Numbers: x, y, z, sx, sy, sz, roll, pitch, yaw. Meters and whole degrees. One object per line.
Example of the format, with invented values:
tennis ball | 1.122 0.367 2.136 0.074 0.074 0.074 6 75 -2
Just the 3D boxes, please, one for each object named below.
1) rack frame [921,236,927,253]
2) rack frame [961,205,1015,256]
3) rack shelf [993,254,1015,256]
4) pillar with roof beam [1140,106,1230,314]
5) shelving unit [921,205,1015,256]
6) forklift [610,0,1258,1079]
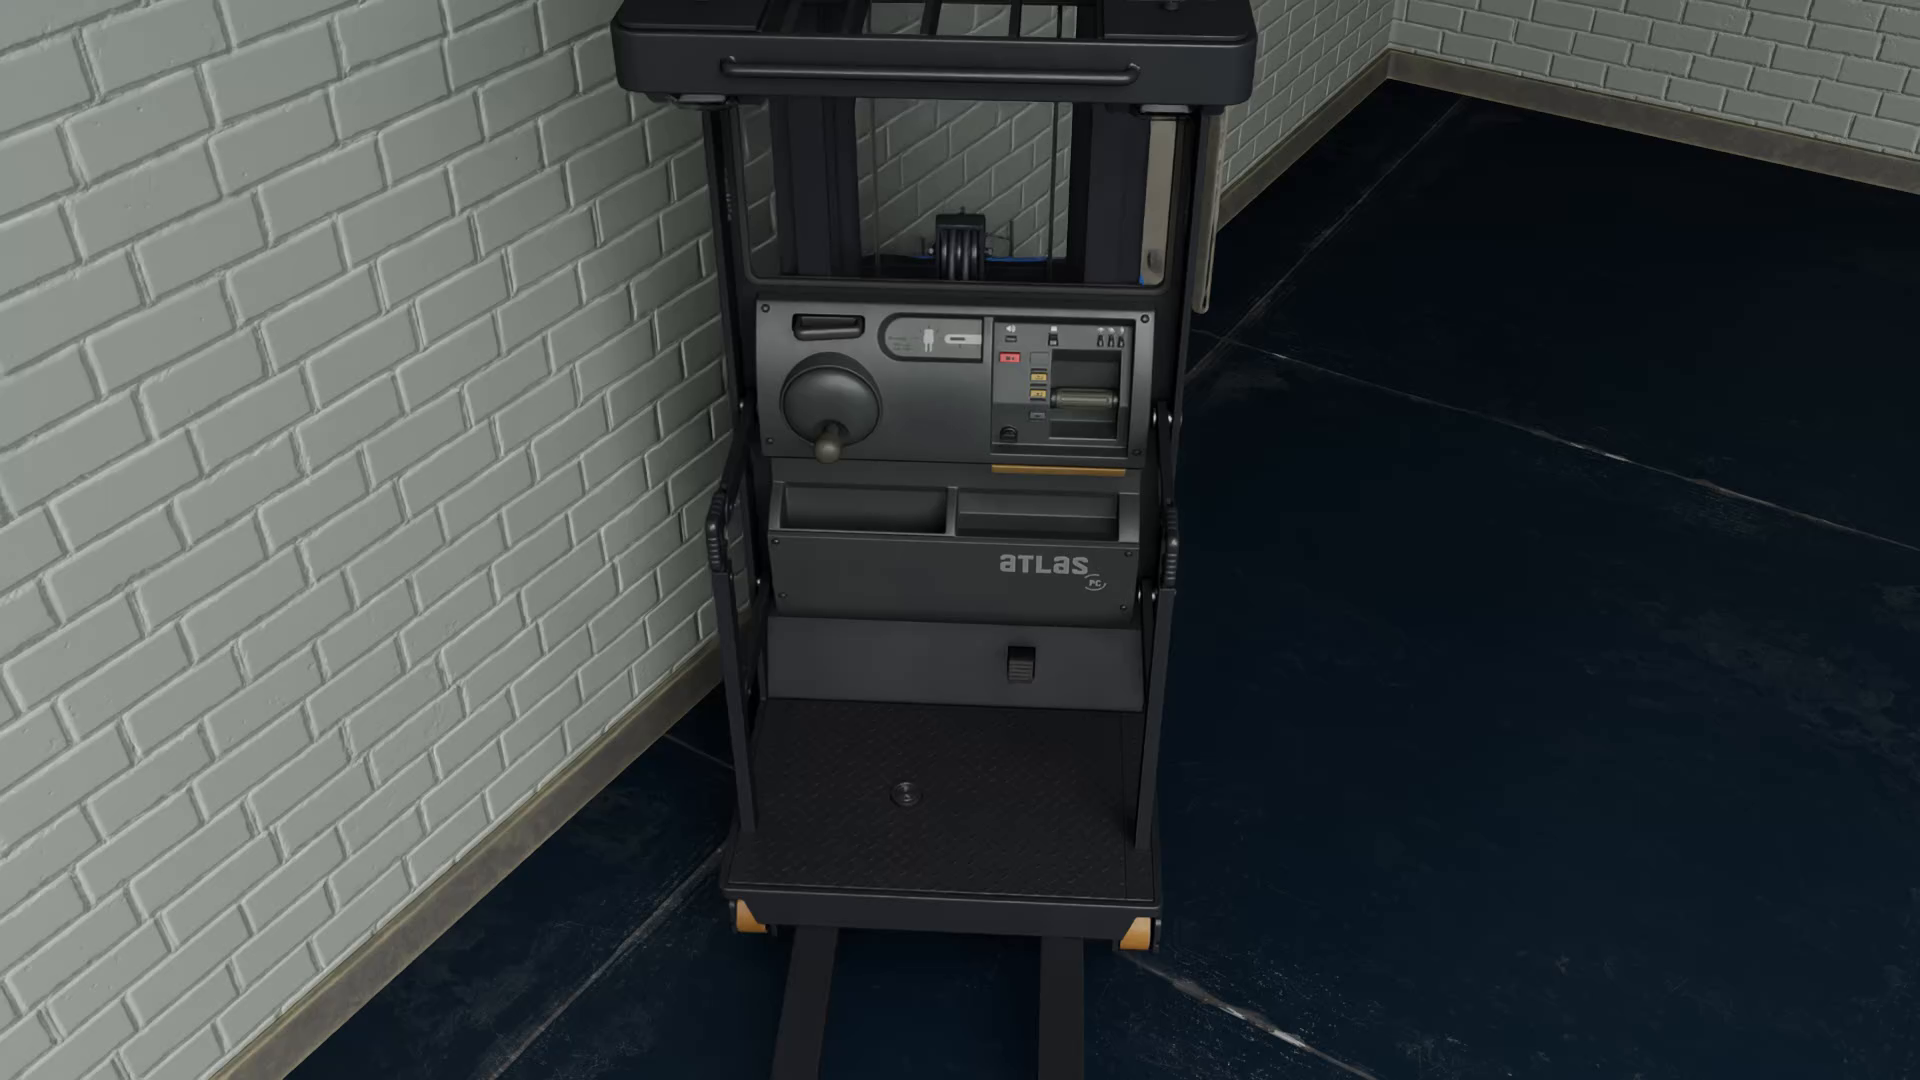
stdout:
rack frame | -0.030 -0.523 5.568 0.200 1.050 0.008 20 43 24
rack frame | 0.097 -0.654 5.729 0.200 1.050 0.008 20 43 24
rack shelf | 0.030 -0.802 5.478 0.215 0.259 0.240 20 43 24
pillar with roof beam | 4.451 -3.083 2.378 9.100 9.000 0.400 21 42 25
shelving unit | 0.033 -0.589 5.649 0.215 1.050 0.252 20 43 24
forklift | -0.025 -0.297 3.735 1.130 2.935 3.031 2 38 3
